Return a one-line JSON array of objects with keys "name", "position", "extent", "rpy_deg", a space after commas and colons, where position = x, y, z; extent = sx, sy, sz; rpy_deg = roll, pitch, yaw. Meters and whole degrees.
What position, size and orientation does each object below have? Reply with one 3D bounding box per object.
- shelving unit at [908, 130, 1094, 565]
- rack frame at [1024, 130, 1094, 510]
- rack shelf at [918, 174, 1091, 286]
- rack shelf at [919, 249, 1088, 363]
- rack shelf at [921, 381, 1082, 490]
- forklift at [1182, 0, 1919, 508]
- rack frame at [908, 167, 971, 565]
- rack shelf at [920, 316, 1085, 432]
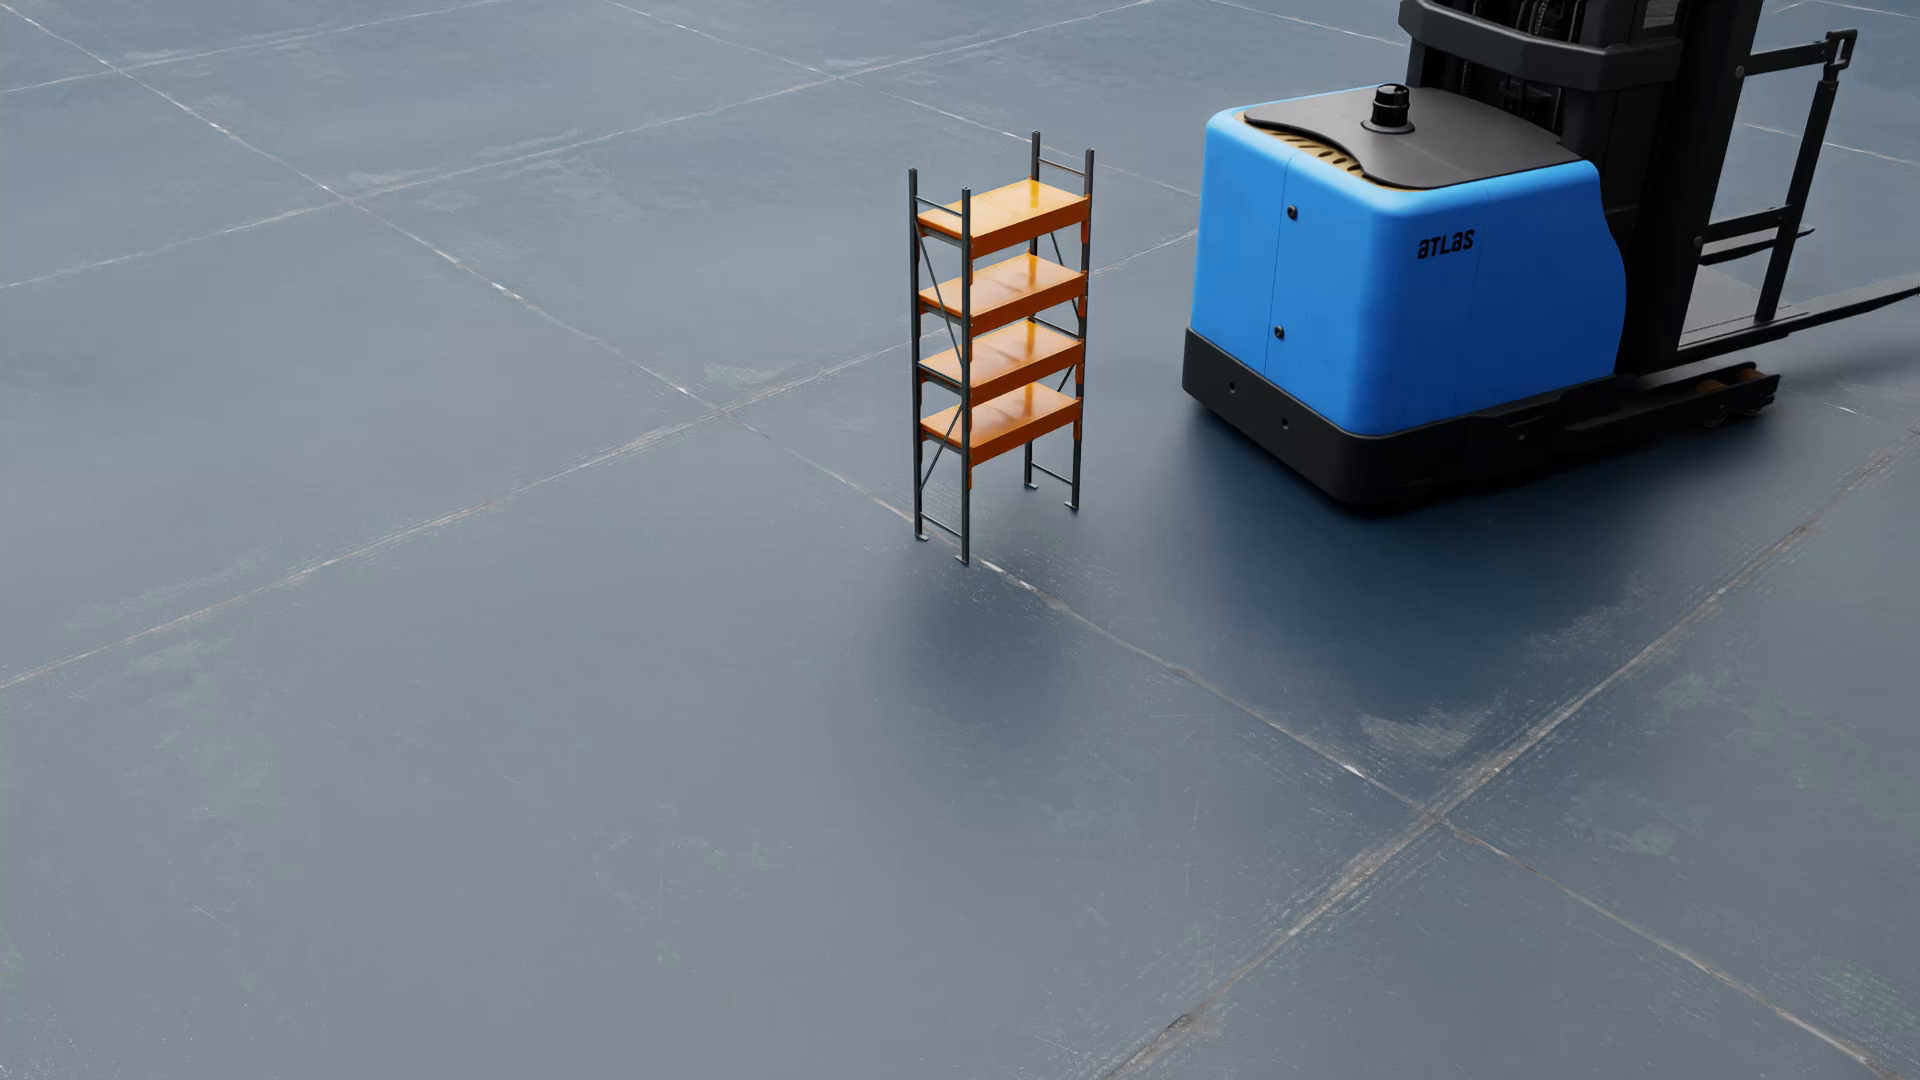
[{"name": "shelving unit", "position": [0.121, -0.571, 5.033], "extent": [0.503, 1.200, 0.258], "rpy_deg": [-26, 40, -35]}, {"name": "rack frame", "position": [0.300, -0.657, 5.175], "extent": [0.015, 1.200, 0.240], "rpy_deg": [-26, 40, -35]}, {"name": "rack shelf", "position": [0.121, -0.906, 4.828], "extent": [0.480, 0.148, 0.258], "rpy_deg": [-26, 40, -35]}, {"name": "rack shelf", "position": [0.121, -0.704, 4.951], "extent": [0.480, 0.148, 0.258], "rpy_deg": [-26, 40, -35]}, {"name": "rack shelf", "position": [0.121, -0.344, 5.172], "extent": [0.480, 0.148, 0.258], "rpy_deg": [-26, 40, -35]}, {"name": "forklift", "position": [2.355, -1.881, 5.517], "extent": [3.031, 2.935, 1.130], "rpy_deg": [-15, 34, -23]}, {"name": "rack frame", "position": [-0.058, -0.484, 4.891], "extent": [0.015, 1.200, 0.240], "rpy_deg": [-26, 40, -35]}, {"name": "rack shelf", "position": [0.121, -0.513, 5.068], "extent": [0.480, 0.148, 0.258], "rpy_deg": [-26, 40, -35]}]
